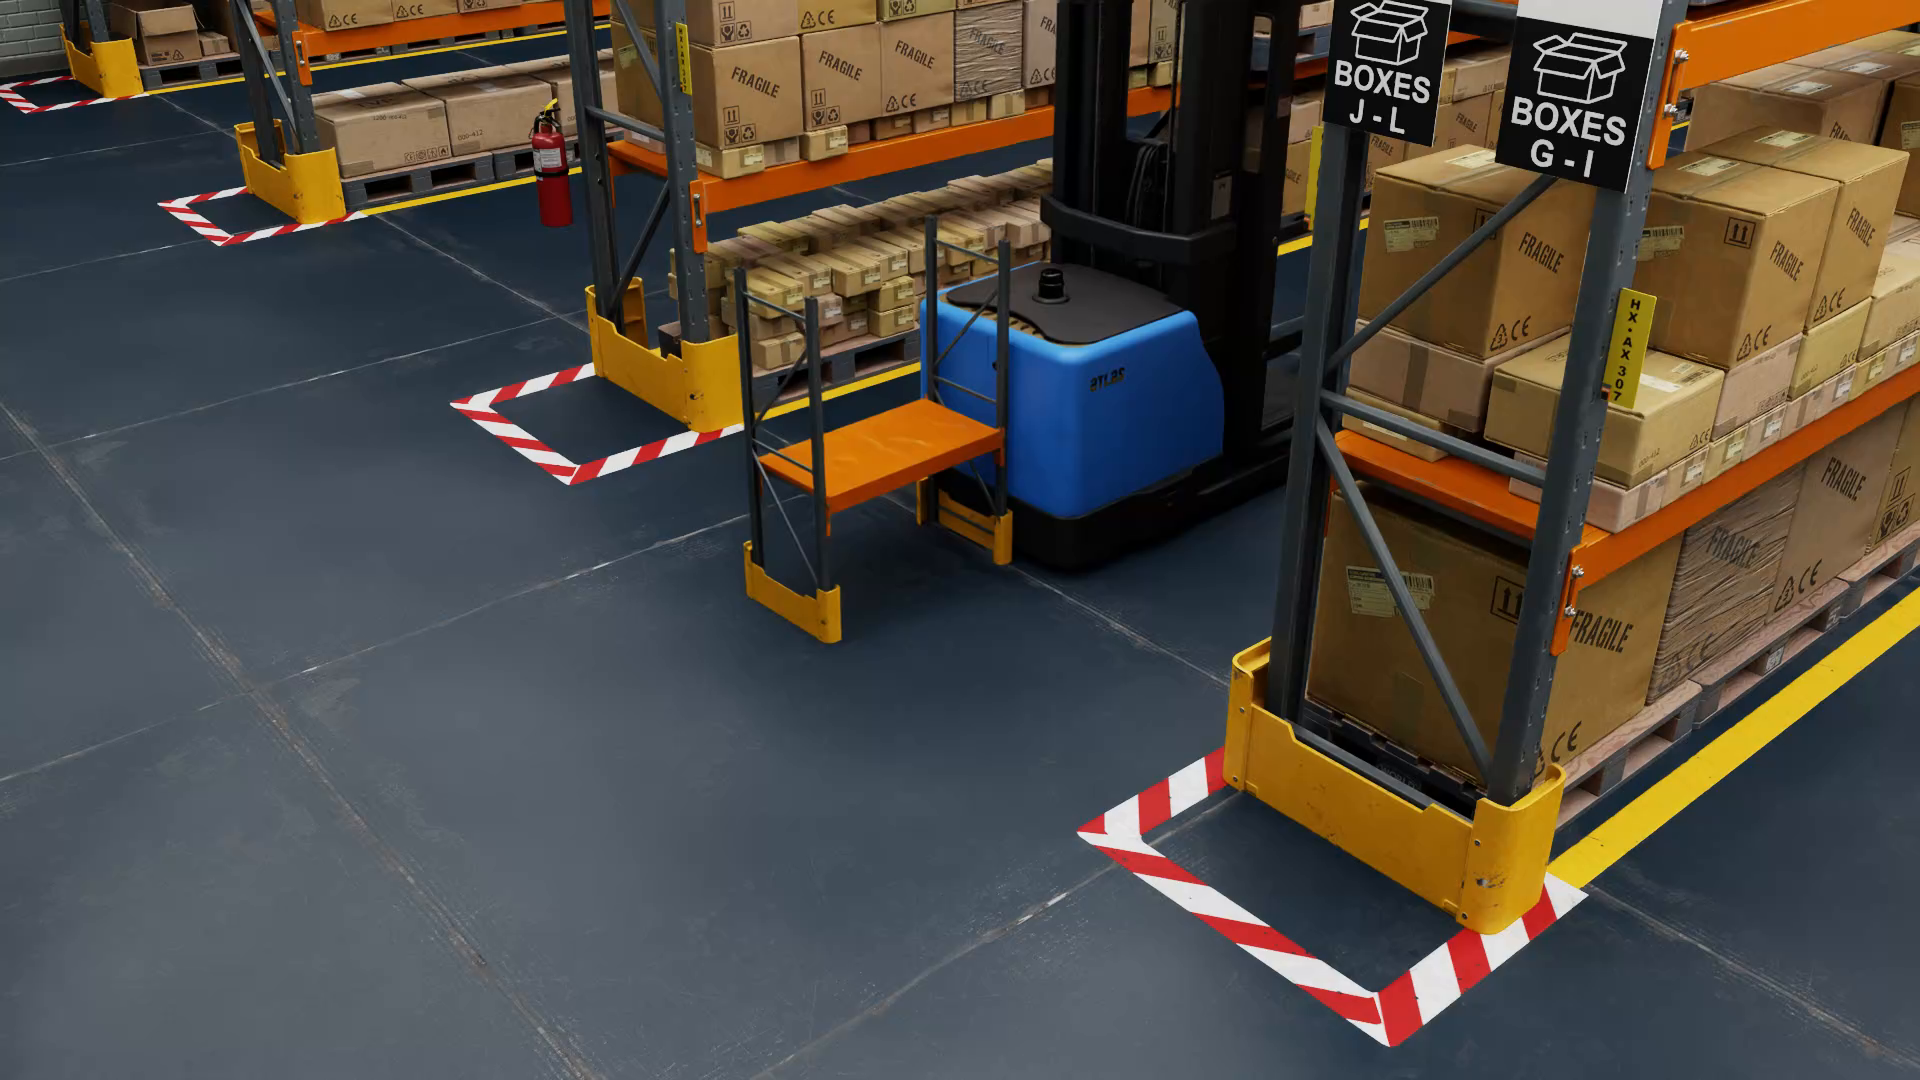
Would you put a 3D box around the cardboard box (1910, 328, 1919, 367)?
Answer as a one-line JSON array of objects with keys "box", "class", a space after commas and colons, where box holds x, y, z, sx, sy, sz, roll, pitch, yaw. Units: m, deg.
[{"box": [3.513, -0.814, 6.357, 0.250, 0.149, 0.380, -23, 35, -36], "class": "cardboard box"}]

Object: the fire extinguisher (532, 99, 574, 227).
[{"box": [-2.166, -2.004, 8.795, 0.183, 0.674, 0.296, -22, 35, -35], "class": "fire extinguisher"}]

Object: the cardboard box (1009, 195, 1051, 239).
[{"box": [0.518, -1.987, 10.234, 0.250, 0.149, 0.380, -24, 36, -37], "class": "cardboard box"}]

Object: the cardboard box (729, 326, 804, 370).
[{"box": [-1.069, -1.088, 9.182, 0.250, 0.149, 0.380, -21, 35, -34], "class": "cardboard box"}]

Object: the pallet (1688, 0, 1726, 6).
[{"box": [2.025, -1.819, 4.883, 1.213, 0.211, 1.003, -22, 35, -35], "class": "pallet"}]

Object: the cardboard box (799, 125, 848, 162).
[{"box": [-0.810, -2.141, 8.840, 0.250, 0.149, 0.380, -23, 36, -36], "class": "cardboard box"}]

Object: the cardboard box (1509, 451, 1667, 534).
[{"box": [1.951, -0.184, 5.179, 0.250, 0.149, 0.380, -21, 35, -34], "class": "cardboard box"}]

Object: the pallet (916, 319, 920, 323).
[{"box": [-0.049, -1.515, 10.360, 1.213, 0.211, 1.003, -22, 35, -35], "class": "pallet"}]

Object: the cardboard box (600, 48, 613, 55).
[{"box": [-2.469, -3.983, 14.294, 0.875, 0.438, 0.875, -22, 35, -36], "class": "cardboard box"}]

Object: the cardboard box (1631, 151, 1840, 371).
[{"box": [2.388, -0.904, 5.306, 0.500, 0.500, 0.500, -23, 36, -36], "class": "cardboard box"}]

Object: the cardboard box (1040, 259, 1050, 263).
[{"box": [0.503, -1.707, 10.341, 0.250, 0.149, 0.380, -22, 35, -35], "class": "cardboard box"}]

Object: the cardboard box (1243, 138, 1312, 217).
[{"box": [2.102, -2.552, 11.549, 0.500, 0.500, 0.500, -20, 34, -33], "class": "cardboard box"}]

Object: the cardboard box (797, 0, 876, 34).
[{"box": [-0.782, -2.929, 8.566, 0.500, 0.500, 0.500, -21, 34, -34], "class": "cardboard box"}]

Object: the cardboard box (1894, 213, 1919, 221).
[{"box": [3.952, -1.205, 6.666, 0.500, 0.250, 0.500, -21, 34, -33], "class": "cardboard box"}]

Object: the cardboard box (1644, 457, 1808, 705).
[{"box": [2.594, -0.056, 6.481, 0.875, 0.875, 0.875, -22, 35, -35], "class": "cardboard box"}]

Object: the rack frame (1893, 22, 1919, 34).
[{"box": [4.510, -1.528, 7.428, 0.127, 3.000, 1.000, -22, 35, -35], "class": "rack frame"}]

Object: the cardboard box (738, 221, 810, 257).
[{"box": [-1.094, -1.738, 9.768, 0.250, 0.149, 0.380, -23, 36, -36], "class": "cardboard box"}]

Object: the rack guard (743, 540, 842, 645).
[{"box": [-0.716, 0.216, 7.082, 0.087, 0.250, 0.587, -24, 36, -37], "class": "rack guard"}]

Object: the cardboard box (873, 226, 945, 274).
[{"box": [-0.298, -1.689, 9.675, 0.250, 0.149, 0.380, -20, 34, -33], "class": "cardboard box"}]

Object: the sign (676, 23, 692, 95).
[{"box": [-1.323, -2.301, 7.956, 0.005, 0.325, 0.100, -22, 35, -35], "class": "sign"}]

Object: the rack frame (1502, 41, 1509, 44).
[{"box": [4.411, -4.562, 13.103, 0.127, 3.000, 1.000, -22, 35, -35], "class": "rack frame"}]

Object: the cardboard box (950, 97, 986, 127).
[{"box": [-0.062, -2.480, 9.476, 0.250, 0.149, 0.380, -20, 34, -33], "class": "cardboard box"}]

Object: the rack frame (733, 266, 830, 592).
[{"box": [-0.717, -0.335, 6.786, 0.032, 1.500, 0.500, -24, 36, -37], "class": "rack frame"}]

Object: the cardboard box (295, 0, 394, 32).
[{"box": [-4.414, -3.946, 11.846, 0.500, 0.500, 0.500, -22, 35, -35], "class": "cardboard box"}]

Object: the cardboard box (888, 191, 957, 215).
[{"box": [-0.234, -2.028, 10.310, 0.250, 0.149, 0.380, -22, 35, -35], "class": "cardboard box"}]

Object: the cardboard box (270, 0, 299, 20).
[{"box": [-4.770, -4.145, 12.217, 0.500, 0.500, 0.500, -22, 35, -35], "class": "cardboard box"}]

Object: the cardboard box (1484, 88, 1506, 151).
[{"box": [4.080, -3.349, 13.041, 0.500, 0.500, 0.500, -22, 35, -35], "class": "cardboard box"}]

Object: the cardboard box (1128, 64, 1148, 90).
[{"box": [0.935, -2.878, 10.219, 0.250, 0.149, 0.380, -20, 34, -33], "class": "cardboard box"}]

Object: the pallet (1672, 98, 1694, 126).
[{"box": [5.987, -3.917, 14.856, 1.213, 0.211, 1.003, -22, 35, -35], "class": "pallet"}]

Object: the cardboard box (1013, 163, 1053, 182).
[{"box": [0.563, -2.339, 10.892, 0.250, 0.149, 0.380, -22, 35, -36], "class": "cardboard box"}]

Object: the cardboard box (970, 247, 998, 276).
[{"box": [0.061, -1.743, 10.093, 0.250, 0.149, 0.380, -20, 34, -33], "class": "cardboard box"}]

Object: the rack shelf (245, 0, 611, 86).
[{"box": [-3.444, -4.153, 13.101, 4.000, 0.370, 1.077, -22, 35, -35], "class": "rack shelf"}]

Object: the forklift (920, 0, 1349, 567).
[{"box": [1.226, -1.754, 7.923, 3.031, 2.935, 1.130, -24, 36, -37], "class": "forklift"}]

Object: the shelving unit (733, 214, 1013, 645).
[{"box": [-0.351, -0.495, 7.085, 1.083, 1.500, 0.587, -24, 36, -37], "class": "shelving unit"}]

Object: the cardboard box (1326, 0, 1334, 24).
[{"box": [2.366, -3.530, 10.994, 0.250, 0.149, 0.380, -22, 35, -35], "class": "cardboard box"}]

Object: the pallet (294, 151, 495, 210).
[{"box": [-4.408, -2.901, 12.954, 1.213, 0.211, 1.003, -22, 35, -35], "class": "pallet"}]

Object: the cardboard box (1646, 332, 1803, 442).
[{"box": [2.399, -0.581, 5.499, 0.500, 0.250, 0.500, -22, 35, -35], "class": "cardboard box"}]

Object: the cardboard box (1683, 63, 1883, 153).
[{"box": [3.207, -1.561, 6.536, 0.500, 0.500, 0.500, -23, 36, -36], "class": "cardboard box"}]

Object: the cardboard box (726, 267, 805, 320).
[{"box": [-1.056, -1.343, 9.028, 0.250, 0.149, 0.380, -24, 36, -37], "class": "cardboard box"}]

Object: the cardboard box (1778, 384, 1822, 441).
[{"box": [2.732, -0.499, 5.768, 0.250, 0.149, 0.380, -23, 36, -36], "class": "cardboard box"}]

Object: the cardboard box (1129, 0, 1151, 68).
[{"box": [0.787, -3.105, 9.957, 0.500, 0.500, 0.500, -23, 36, -36], "class": "cardboard box"}]

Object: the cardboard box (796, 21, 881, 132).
[{"box": [-0.764, -2.501, 8.825, 0.500, 0.500, 0.500, -22, 35, -35], "class": "cardboard box"}]

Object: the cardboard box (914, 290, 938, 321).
[{"box": [-0.341, -1.427, 9.816, 0.250, 0.149, 0.380, -22, 35, -35], "class": "cardboard box"}]

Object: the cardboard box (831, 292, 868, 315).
[{"box": [-0.736, -1.412, 9.473, 0.250, 0.149, 0.380, -21, 35, -34], "class": "cardboard box"}]

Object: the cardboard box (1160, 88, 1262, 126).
[{"box": [1.770, -3.070, 11.723, 0.500, 0.250, 0.500, -23, 36, -36], "class": "cardboard box"}]

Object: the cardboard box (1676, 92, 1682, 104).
[{"box": [5.595, -4.177, 14.325, 0.750, 0.750, 1.050, -21, 35, -34], "class": "cardboard box"}]

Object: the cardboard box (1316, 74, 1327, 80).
[{"box": [2.896, -3.201, 11.968, 0.500, 0.250, 0.500, -20, 34, -33], "class": "cardboard box"}]

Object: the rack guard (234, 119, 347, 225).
[{"box": [-4.983, -2.748, 12.362, 0.348, 0.500, 1.175, -22, 35, -35], "class": "rack guard"}]
